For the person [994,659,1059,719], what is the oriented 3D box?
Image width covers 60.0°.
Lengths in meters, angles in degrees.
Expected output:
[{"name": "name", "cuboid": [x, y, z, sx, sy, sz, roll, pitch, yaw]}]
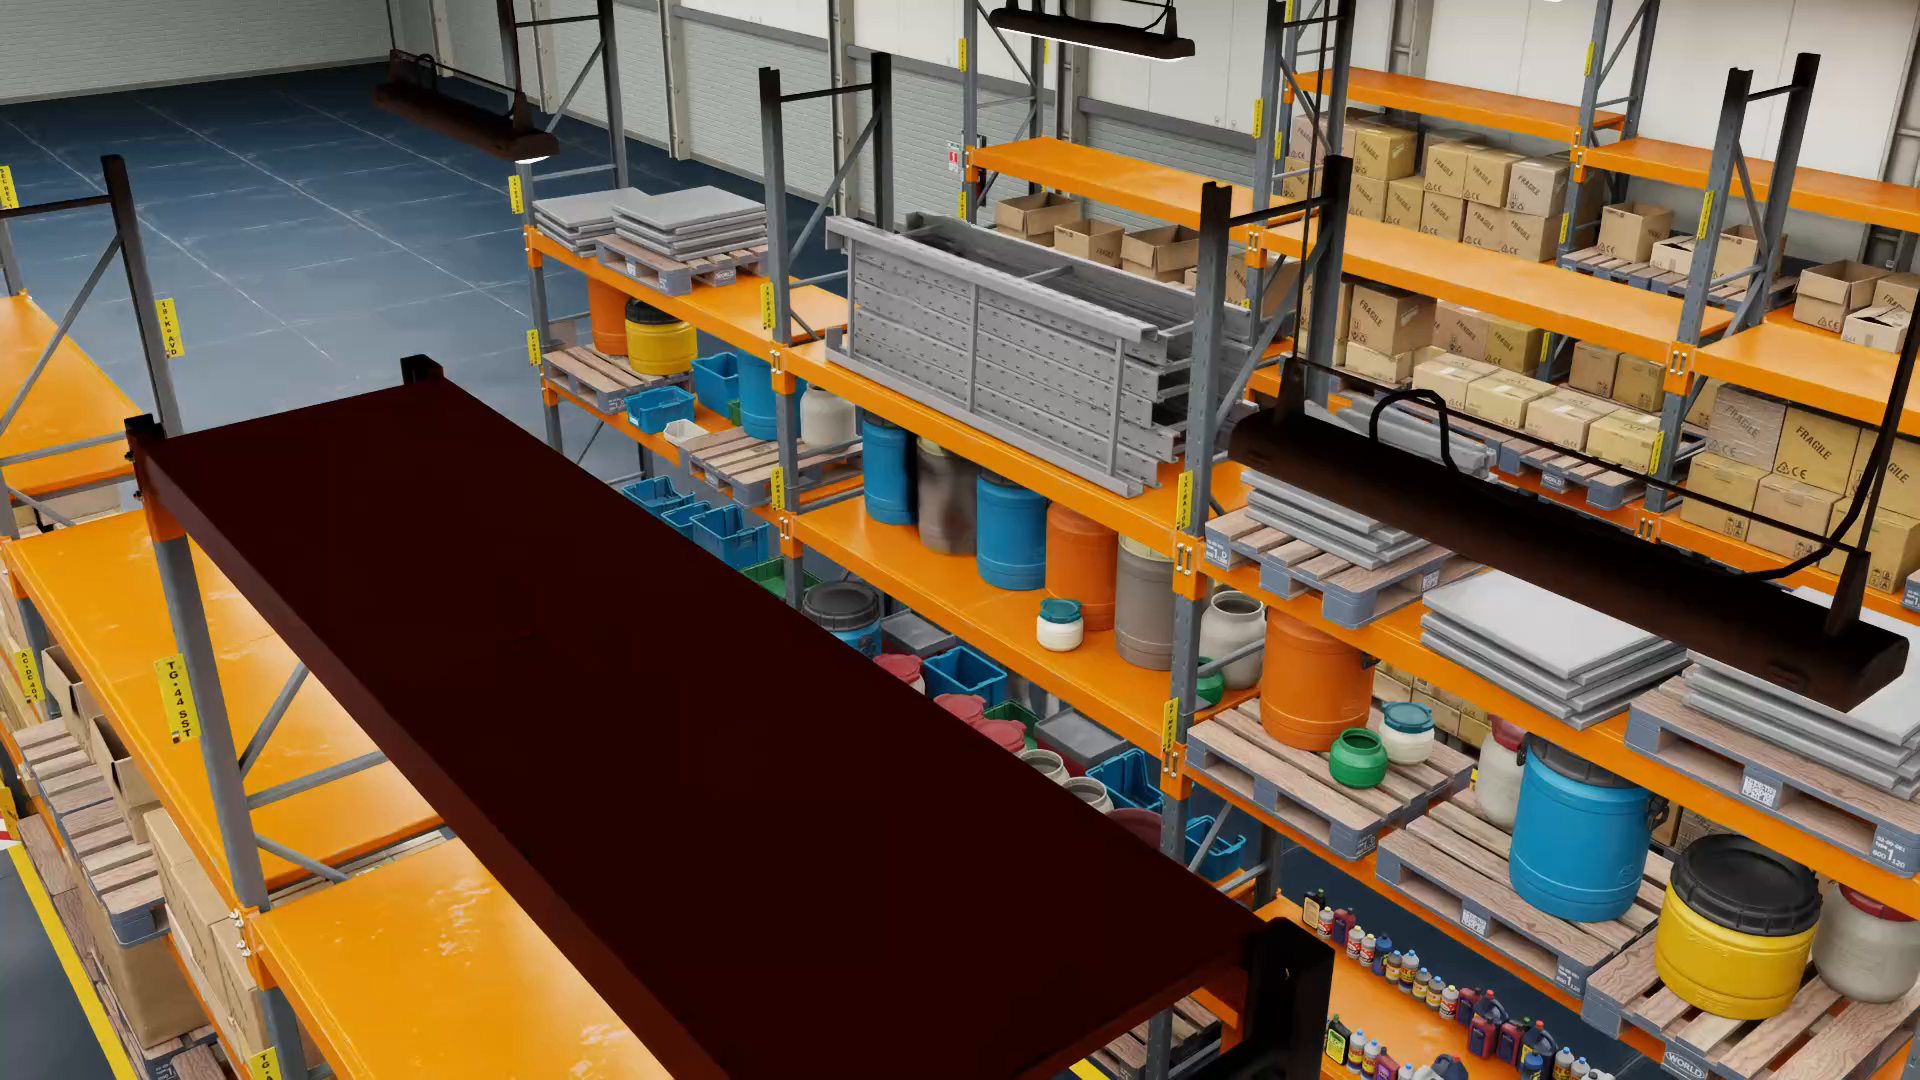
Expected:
[{"name": "person", "cuboid": [0.618, 1.046, 14.141, 0.673, 1.786, 0.519, -3, 26, -7]}]
